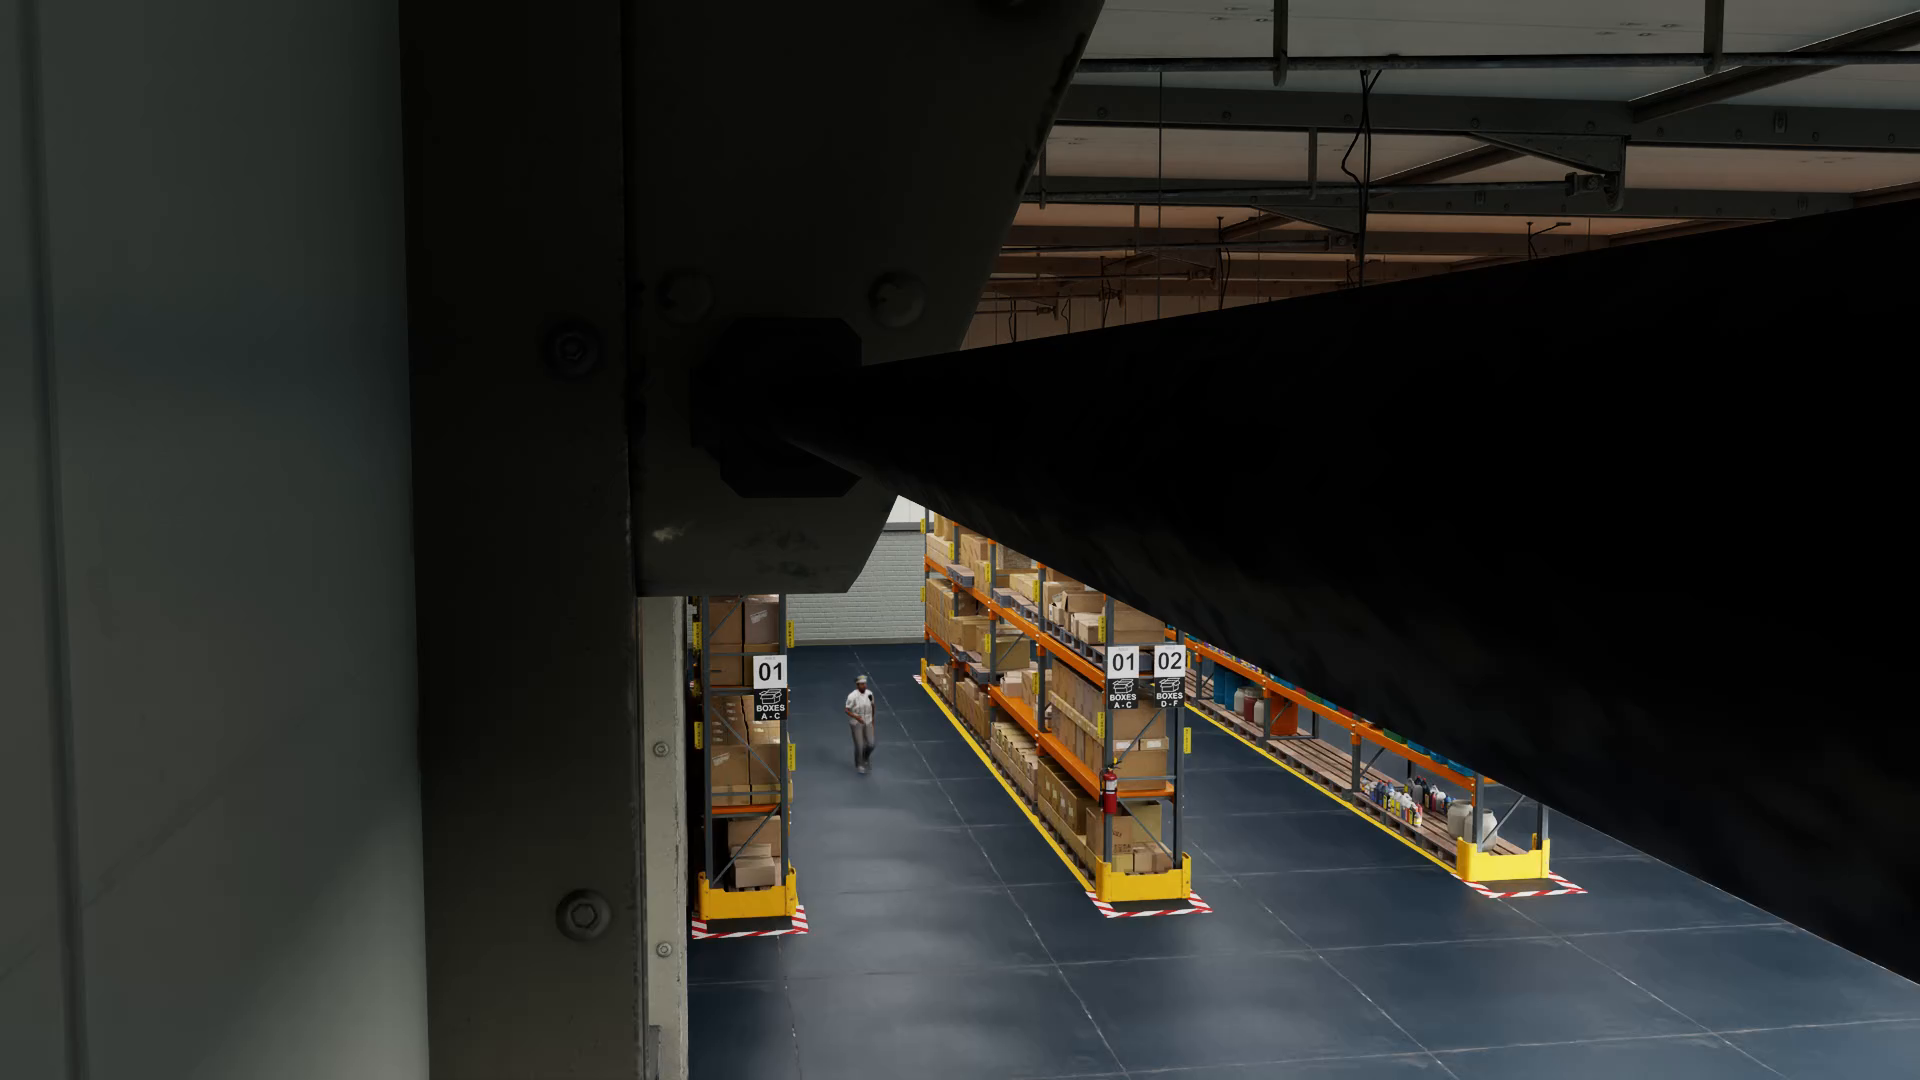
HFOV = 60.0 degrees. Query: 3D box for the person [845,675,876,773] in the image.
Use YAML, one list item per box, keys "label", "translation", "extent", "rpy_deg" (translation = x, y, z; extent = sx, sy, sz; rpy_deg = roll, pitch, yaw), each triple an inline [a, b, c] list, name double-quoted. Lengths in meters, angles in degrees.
- label: "person"
  translation: [-1.624, 3.063, 27.680]
  extent: [0.575, 1.659, 0.561]
  rpy_deg: [-2, 5, -23]
